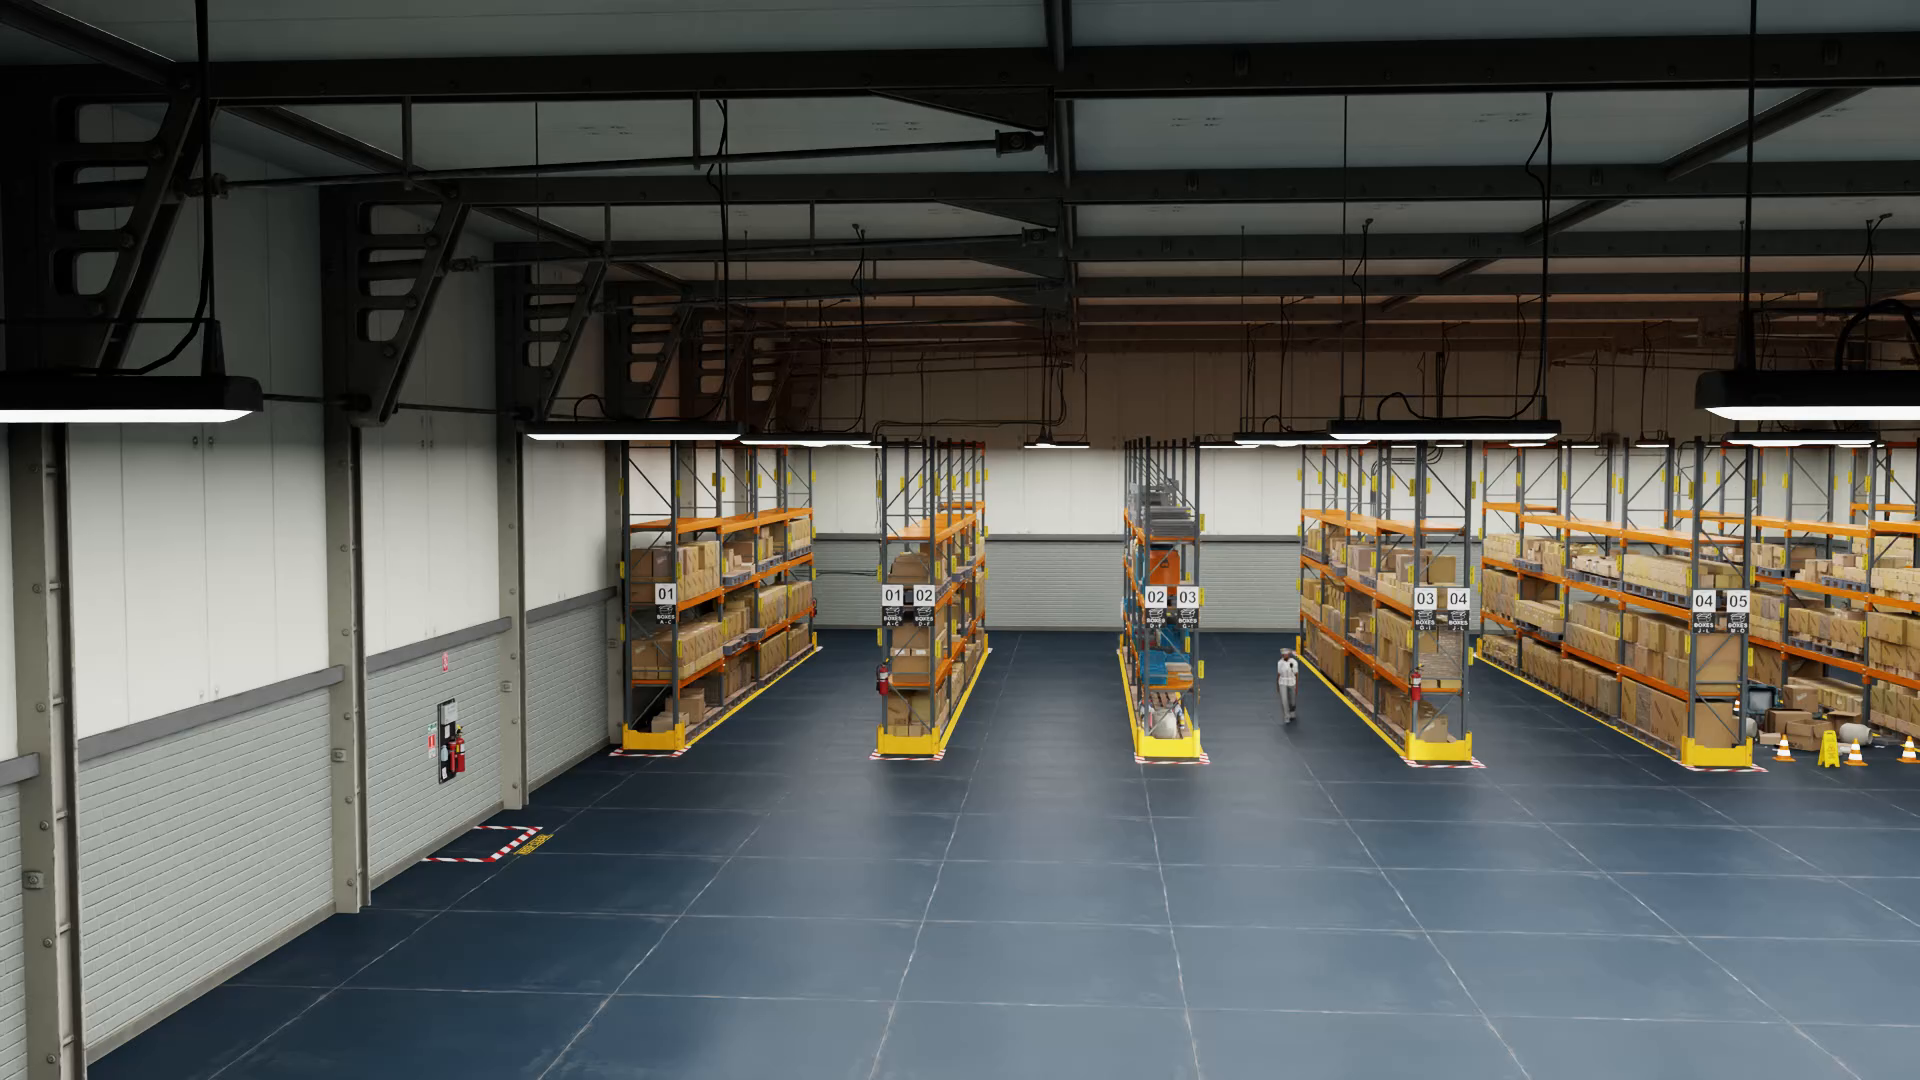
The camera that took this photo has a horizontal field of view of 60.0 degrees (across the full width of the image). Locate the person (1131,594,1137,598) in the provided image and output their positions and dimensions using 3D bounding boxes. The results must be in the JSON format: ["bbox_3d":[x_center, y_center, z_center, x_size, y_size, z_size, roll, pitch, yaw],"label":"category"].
[{"bbox_3d":[5.227,2.249,49.457,0.526,1.670,0.698,-1,3,-23],"label":"person"}]

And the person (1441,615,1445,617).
[{"bbox_3d":[12.361,2.545,43.094,0.589,1.757,0.518,1,3,14],"label":"person"}]

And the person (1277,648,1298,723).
[{"bbox_3d":[6.945,3.053,35.230,0.434,1.541,0.936,1,3,11],"label":"person"}]
